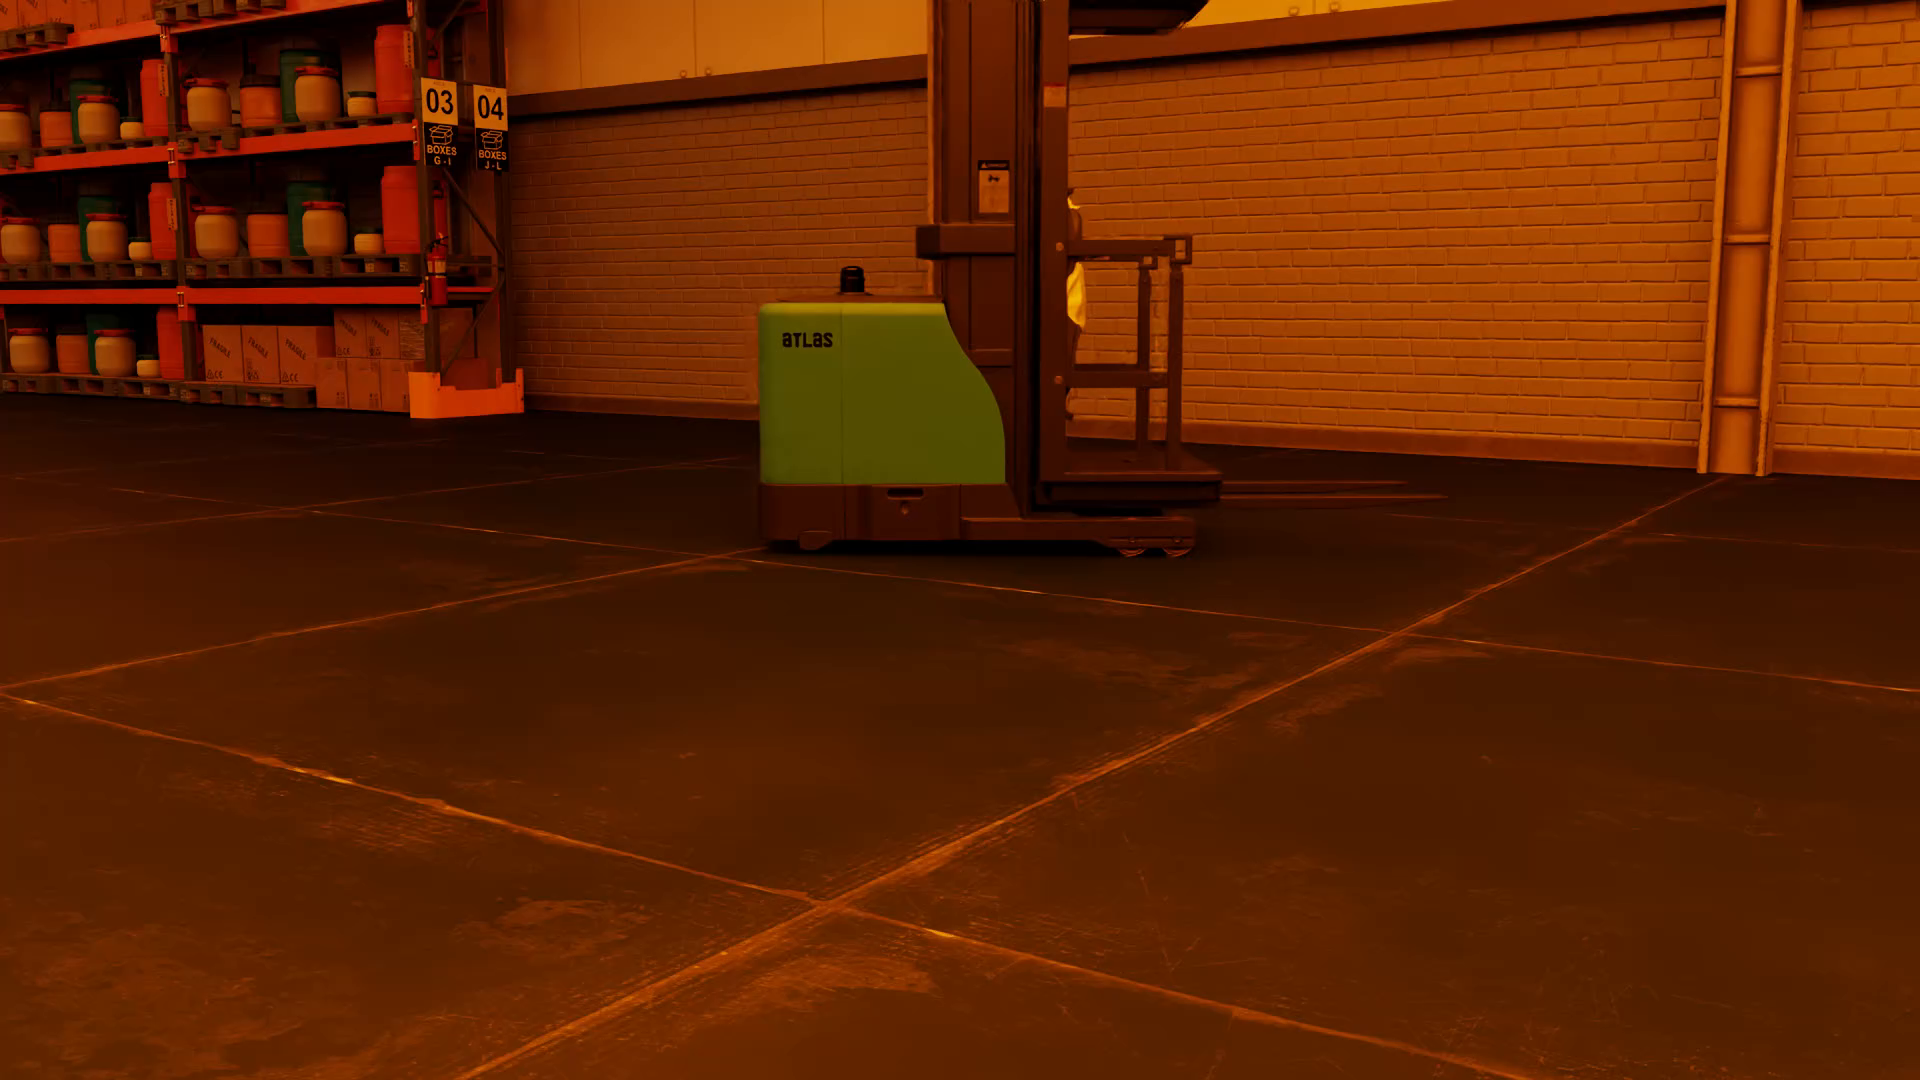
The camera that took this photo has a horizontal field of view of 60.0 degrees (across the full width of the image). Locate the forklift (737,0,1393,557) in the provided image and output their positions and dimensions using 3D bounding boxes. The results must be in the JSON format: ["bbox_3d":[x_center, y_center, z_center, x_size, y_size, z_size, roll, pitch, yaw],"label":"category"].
[{"bbox_3d":[0.542,-1.482,7.617,3.031,2.935,1.130,-3,9,-19],"label":"forklift"}]
